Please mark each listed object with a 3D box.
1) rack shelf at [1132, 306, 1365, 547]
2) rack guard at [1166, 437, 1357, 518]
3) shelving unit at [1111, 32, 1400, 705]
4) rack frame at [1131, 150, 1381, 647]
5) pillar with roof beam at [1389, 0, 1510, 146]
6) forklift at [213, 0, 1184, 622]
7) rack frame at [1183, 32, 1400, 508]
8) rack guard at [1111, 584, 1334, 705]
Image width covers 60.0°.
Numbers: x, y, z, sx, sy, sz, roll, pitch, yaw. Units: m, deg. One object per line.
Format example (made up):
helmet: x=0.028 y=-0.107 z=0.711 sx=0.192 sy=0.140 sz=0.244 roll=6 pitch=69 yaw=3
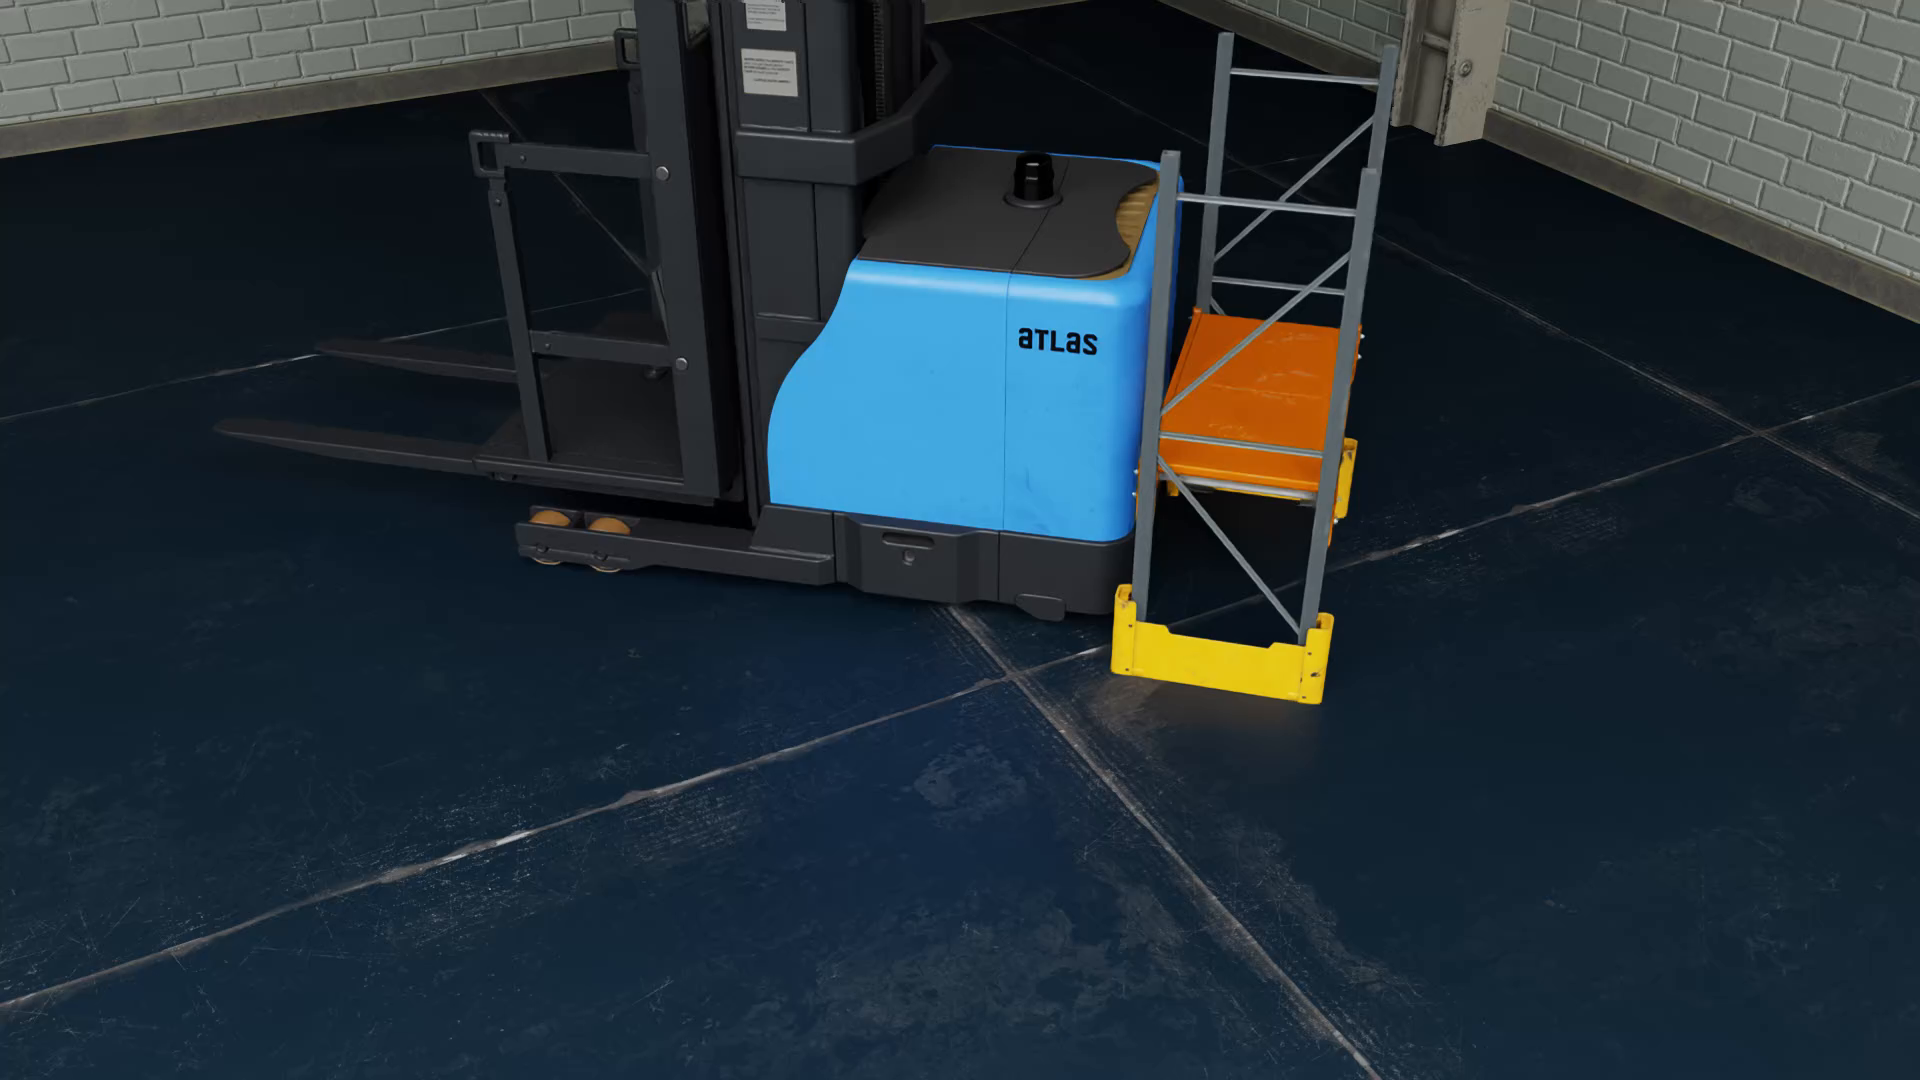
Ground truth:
rack shelf: x=0.845 y=-0.354 z=4.746 sx=0.538 sy=0.185 sz=1.000 roll=8 pitch=34 yaw=13
rack guard: x=0.970 y=-0.234 z=5.384 sx=0.587 sy=0.250 sz=0.087 roll=8 pitch=34 yaw=13
shelving unit: x=0.842 y=-0.501 z=4.641 sx=0.587 sy=1.500 sz=1.083 roll=8 pitch=34 yaw=13
rack frame: x=0.714 y=-0.240 z=4.235 sx=0.500 sy=1.500 sz=0.032 roll=8 pitch=34 yaw=13
pillar with roof beam: x=-1.360 y=-4.808 z=4.413 sx=9.100 sy=9.000 sz=0.400 roll=-16 pitch=36 yaw=-23
forklift: x=-0.881 y=-1.403 z=4.723 sx=3.031 sy=2.935 sz=1.130 roll=7 pitch=33 yaw=11
rack frame: x=0.975 y=-0.770 z=5.062 sx=0.500 sy=1.500 sz=0.032 roll=8 pitch=34 yaw=13
rack guard: x=0.714 y=0.285 z=4.573 sx=0.587 sy=0.250 sz=0.087 roll=8 pitch=34 yaw=13
